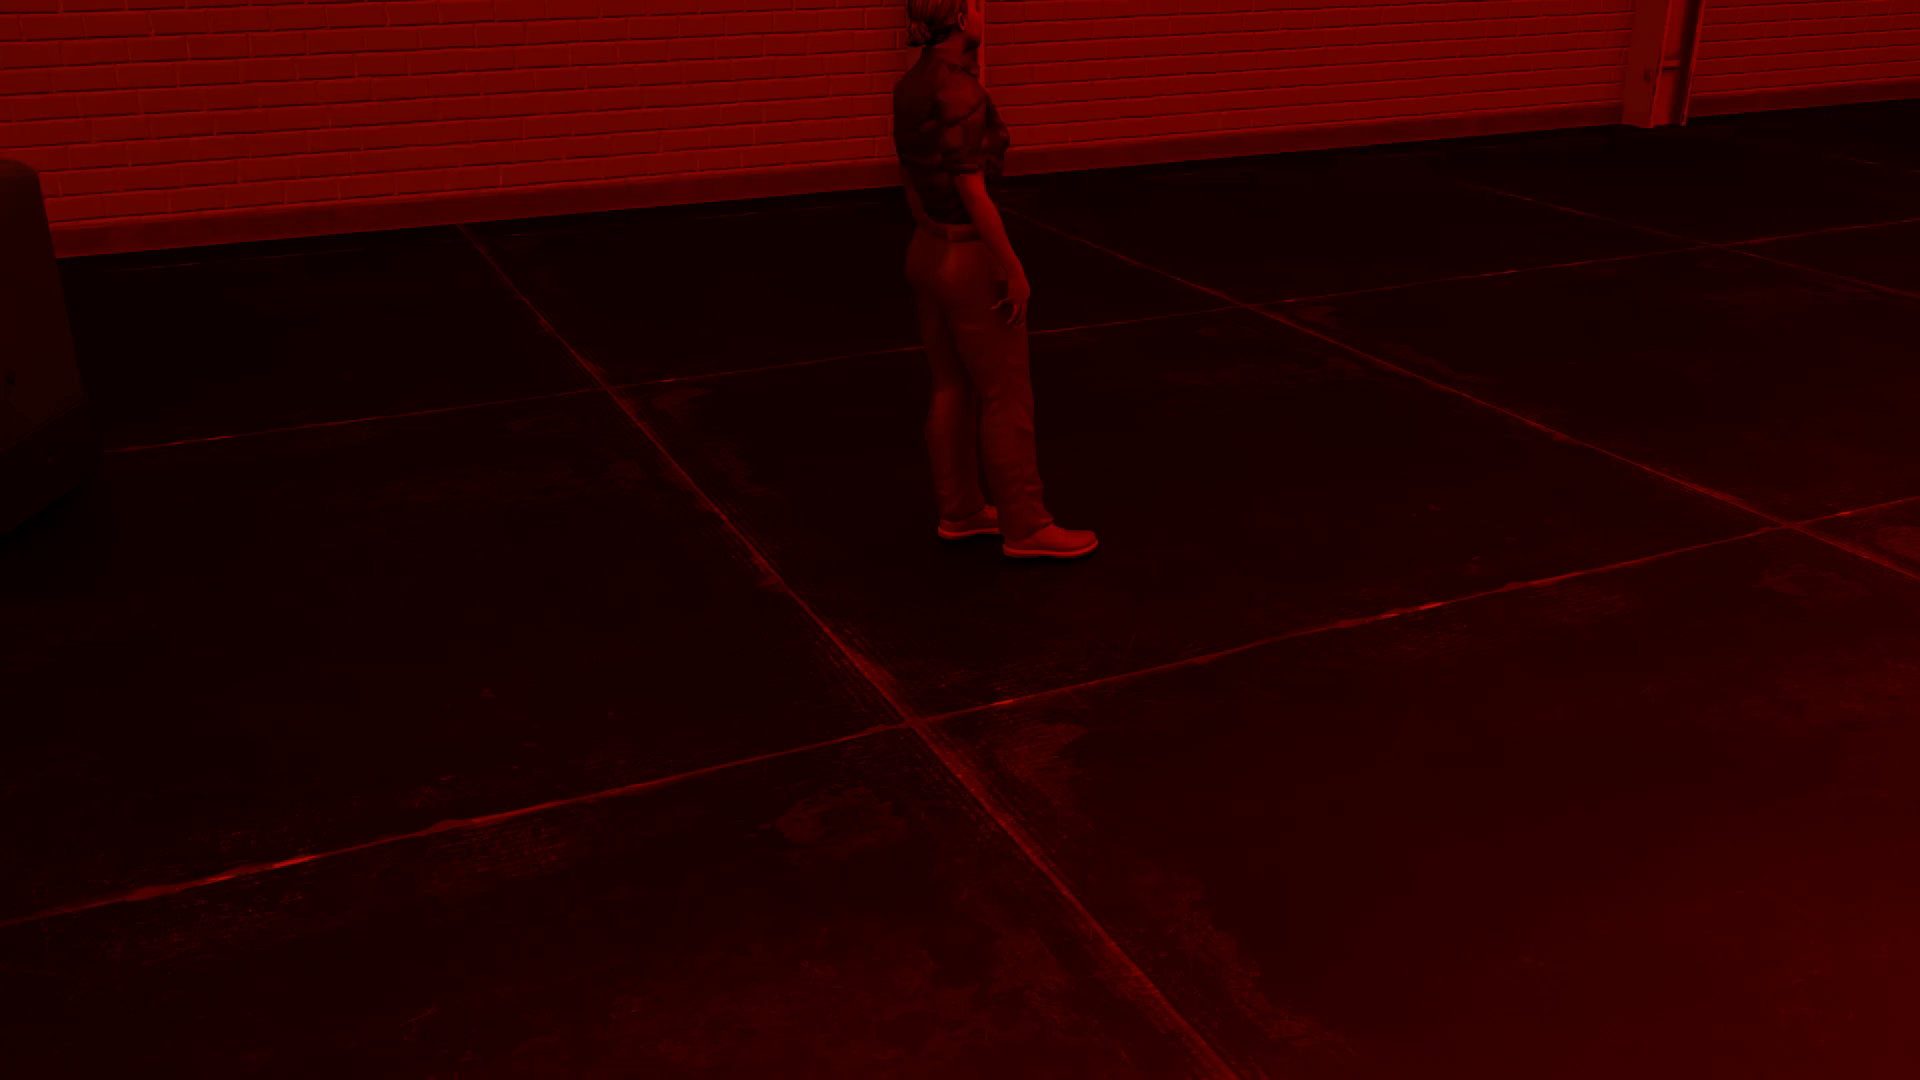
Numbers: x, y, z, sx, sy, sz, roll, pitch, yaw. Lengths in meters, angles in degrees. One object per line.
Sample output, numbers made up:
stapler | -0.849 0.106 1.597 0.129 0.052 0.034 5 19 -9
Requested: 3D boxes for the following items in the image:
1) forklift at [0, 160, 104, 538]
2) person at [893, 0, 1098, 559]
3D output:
forklift | -4.355 -1.372 4.588 3.031 2.935 1.130 0 23 1
person | 0.088 -0.778 4.805 0.503 1.656 0.570 -10 25 -23
